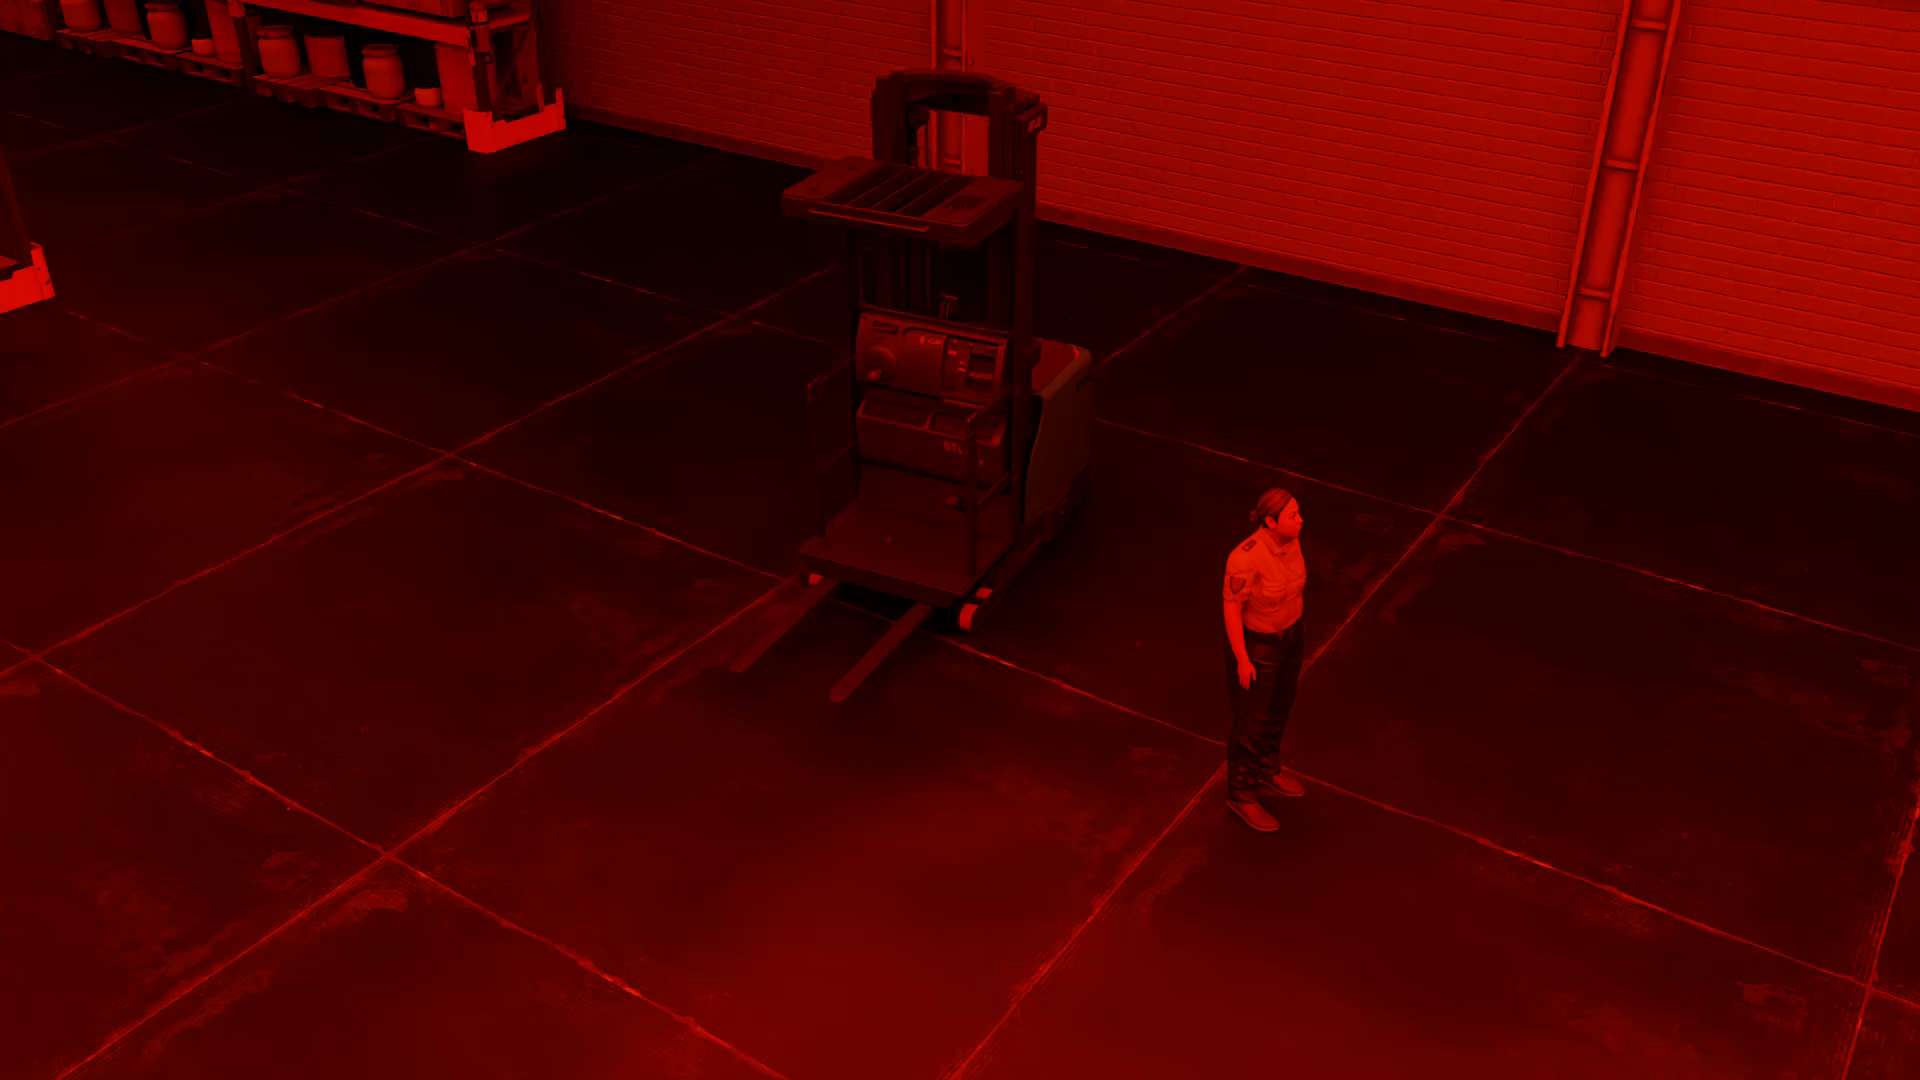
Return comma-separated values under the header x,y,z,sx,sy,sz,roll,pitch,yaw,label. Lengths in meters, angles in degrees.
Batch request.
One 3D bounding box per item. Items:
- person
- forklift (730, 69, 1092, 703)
x,y,z,sx,sy,sz,roll,pitch,yaw,label
1.517,0.547,7.929,0.475,1.650,0.573,25,39,36,person
-0.262,-0.989,9.285,1.130,2.935,3.031,14,33,22,forklift
